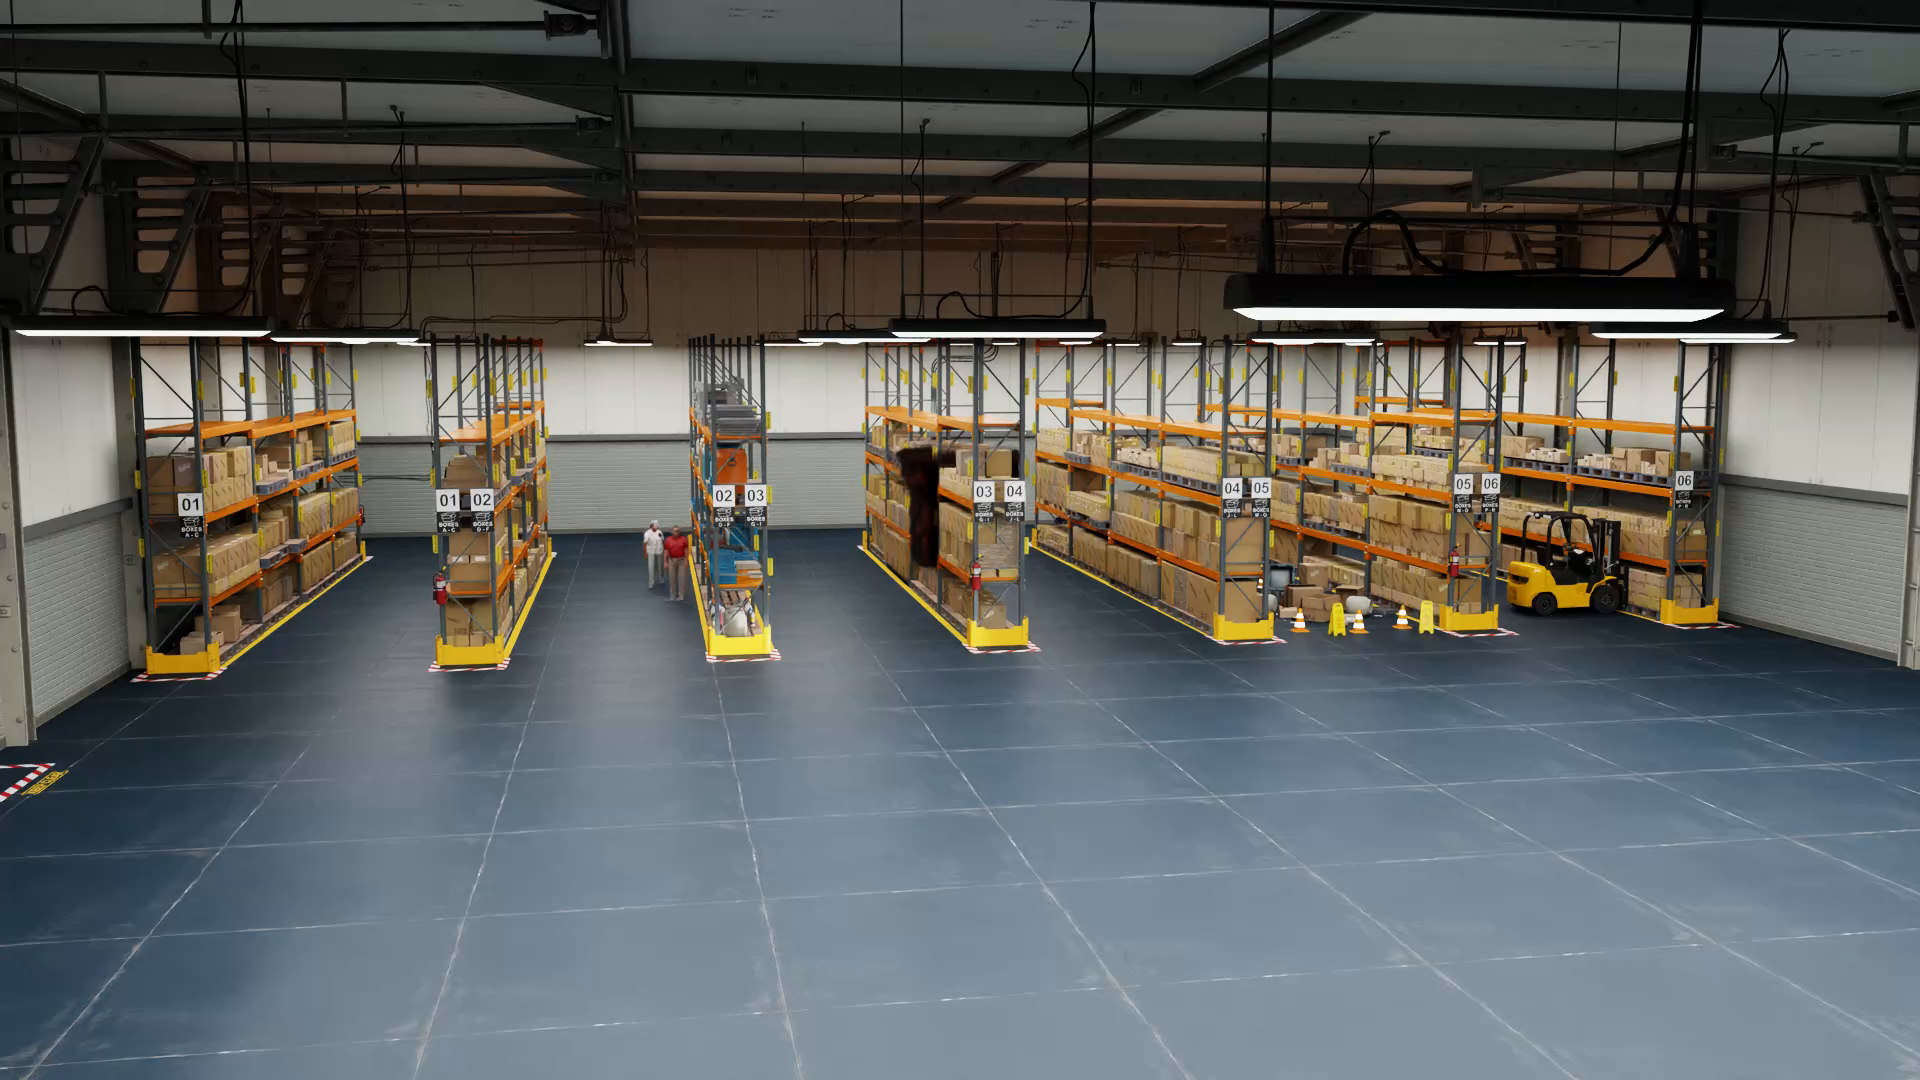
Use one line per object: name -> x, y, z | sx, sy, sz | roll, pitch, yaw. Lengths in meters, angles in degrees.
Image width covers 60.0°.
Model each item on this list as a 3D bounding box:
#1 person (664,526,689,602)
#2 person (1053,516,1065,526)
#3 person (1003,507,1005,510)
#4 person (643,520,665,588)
person -> -6.455, 0.535, 37.870 | 0.571, 1.747, 0.389 | -1, 7, -7
person -> 3.127, -0.770, 49.785 | 1.004, 1.584, 0.563 | -1, 7, -10
person -> 1.573, -0.917, 50.480 | 0.625, 1.736, 1.145 | 2, 7, 14
person -> -7.354, 0.319, 40.154 | 0.575, 1.618, 0.970 | -1, 7, -6
